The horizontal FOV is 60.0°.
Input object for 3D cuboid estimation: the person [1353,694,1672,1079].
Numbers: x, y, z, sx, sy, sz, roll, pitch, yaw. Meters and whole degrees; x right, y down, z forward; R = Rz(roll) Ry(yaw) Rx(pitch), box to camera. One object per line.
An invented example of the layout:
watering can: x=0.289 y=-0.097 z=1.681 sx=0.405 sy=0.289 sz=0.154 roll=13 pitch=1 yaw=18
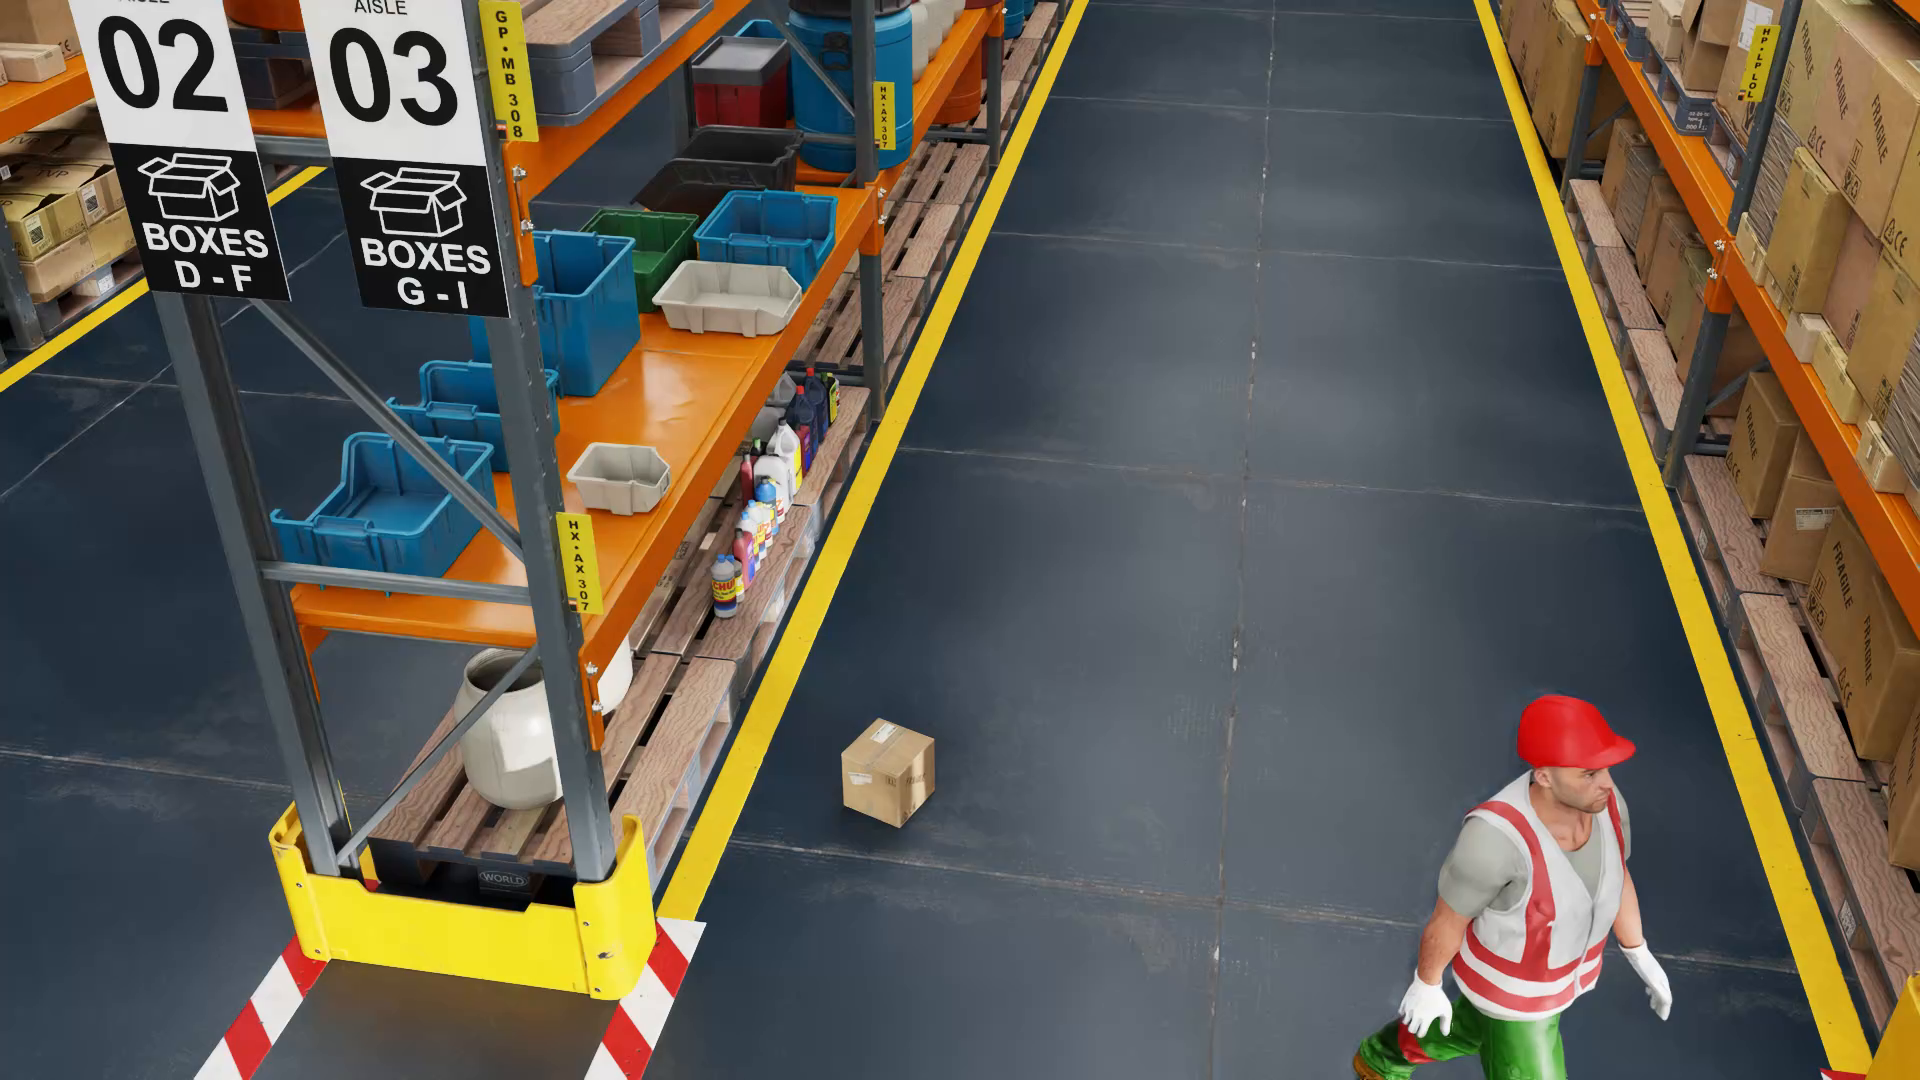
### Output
person: x=1.513 y=1.138 z=4.306 sx=0.585 sy=1.743 sz=1.047 roll=-23 pitch=39 yaw=-32
